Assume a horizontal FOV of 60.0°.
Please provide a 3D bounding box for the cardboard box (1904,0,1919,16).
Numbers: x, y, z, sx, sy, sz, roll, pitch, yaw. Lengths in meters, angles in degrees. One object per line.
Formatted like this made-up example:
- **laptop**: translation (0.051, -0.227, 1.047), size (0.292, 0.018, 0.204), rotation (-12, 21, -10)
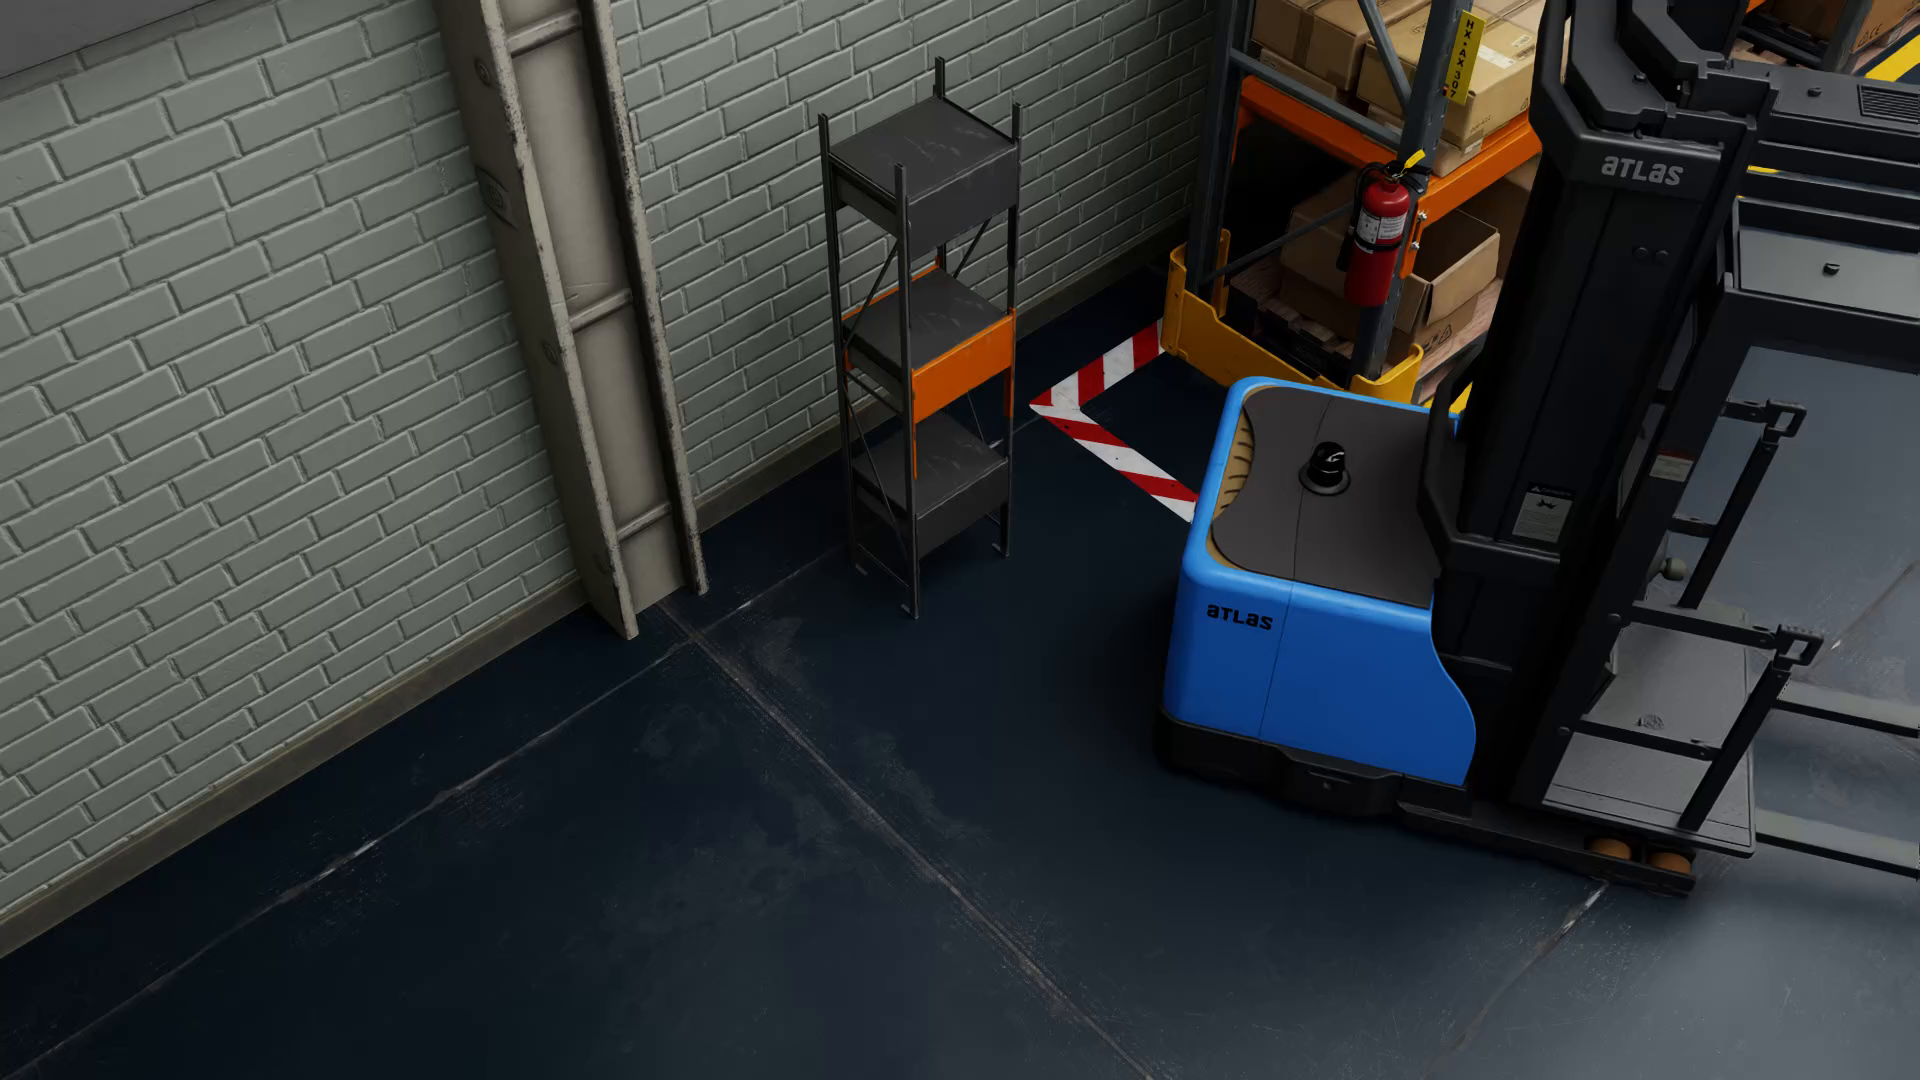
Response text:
- **cardboard box**: translation (5.212, -3.308, 9.230), size (0.500, 0.500, 0.500), rotation (-34, 56, -28)

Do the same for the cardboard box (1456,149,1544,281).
- **cardboard box**: translation (2.531, -1.598, 7.651), size (0.500, 0.500, 0.700), rotation (-32, 55, -26)

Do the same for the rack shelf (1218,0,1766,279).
- **rack shelf**: translation (2.836, -2.395, 7.462), size (4.000, 0.370, 1.077), rotation (-34, 56, -27)

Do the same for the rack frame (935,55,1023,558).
- **rack frame**: translation (0.058, -0.751, 6.067), size (0.015, 2.100, 0.400), rotation (-34, 56, -27)

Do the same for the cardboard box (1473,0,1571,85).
- **cardboard box**: translation (2.246, -2.028, 6.533), size (0.500, 0.250, 0.500), rotation (-33, 55, -27)

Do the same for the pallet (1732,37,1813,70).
- **pallet**: translation (3.807, -2.344, 8.822), size (1.213, 0.211, 1.003), rotation (-34, 56, -27)

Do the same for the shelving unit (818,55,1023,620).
- **shelving unit**: translation (-0.122, -0.630, 5.956), size (0.503, 2.100, 0.431), rotation (-34, 56, -27)

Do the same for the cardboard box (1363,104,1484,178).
- **cardboard box**: translation (1.784, -1.579, 6.390), size (0.250, 0.149, 0.380), rotation (-34, 56, -27)

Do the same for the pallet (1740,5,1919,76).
- **pallet**: translation (4.892, -3.105, 9.525), size (1.213, 0.211, 1.003), rotation (-34, 56, -27)

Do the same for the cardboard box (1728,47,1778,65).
- **cardboard box**: translation (4.101, -2.369, 8.602), size (0.250, 0.149, 0.380), rotation (-35, 56, -28)

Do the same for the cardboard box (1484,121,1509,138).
- **cardboard box**: translation (1.941, -1.730, 6.529), size (0.250, 0.149, 0.380), rotation (-32, 55, -26)

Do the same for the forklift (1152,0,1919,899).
- **forklift**: translation (2.273, -0.216, 5.008), size (3.031, 2.935, 1.130), rotation (12, 48, 11)

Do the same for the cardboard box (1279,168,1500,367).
- **cardboard box**: translation (1.873, -1.197, 7.280), size (0.637, 0.503, 0.797), rotation (-36, 57, -28)

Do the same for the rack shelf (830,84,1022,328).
- **rack shelf**: translation (-0.122, -1.096, 5.452), size (0.480, 0.518, 0.431), rotation (-34, 56, -27)

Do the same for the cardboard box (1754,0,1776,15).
- **cardboard box**: translation (4.480, -3.327, 9.247), size (0.500, 0.500, 0.500), rotation (-34, 56, -27)

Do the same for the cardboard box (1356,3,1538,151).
- **cardboard box**: translation (1.873, -1.778, 6.303), size (0.500, 0.250, 0.500), rotation (-33, 56, -27)

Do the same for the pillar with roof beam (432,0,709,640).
- **pillar with roof beam**: translation (1.651, -0.501, 1.143), size (0.400, 9.000, 9.100), rotation (-34, 56, -27)

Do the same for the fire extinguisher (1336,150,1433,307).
- **fire extinguisher**: translation (1.558, -1.174, 6.152), size (0.183, 0.674, 0.296), rotation (-34, 56, -27)

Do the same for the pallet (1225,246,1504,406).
- **pallet**: translation (2.002, -1.137, 7.709), size (1.213, 0.211, 1.003), rotation (-34, 56, -27)

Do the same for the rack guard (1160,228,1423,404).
- **rack guard**: translation (1.412, -0.840, 7.239), size (0.348, 0.500, 1.175), rotation (-34, 56, -27)

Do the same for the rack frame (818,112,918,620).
- **rack frame**: translation (-0.303, -0.510, 5.845), size (0.015, 2.100, 0.400), rotation (-34, 56, -27)

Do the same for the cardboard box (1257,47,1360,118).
- **cardboard box**: translation (1.421, -1.875, 6.663), size (0.250, 0.149, 0.380), rotation (-34, 56, -28)

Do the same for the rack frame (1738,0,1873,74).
- **rack frame**: translation (4.316, -3.628, 8.110), size (0.127, 3.000, 1.000), rotation (-34, 56, -27)

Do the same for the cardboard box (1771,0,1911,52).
- **cardboard box**: translation (4.825, -3.040, 8.982), size (0.500, 0.500, 0.500), rotation (-31, 55, -26)

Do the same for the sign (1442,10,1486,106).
- **sign**: translation (1.721, -1.649, 5.695), size (0.005, 0.325, 0.100), rotation (-34, 56, -27)

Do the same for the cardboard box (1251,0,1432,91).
- **cardboard box**: translation (1.518, -2.072, 6.574), size (0.500, 0.250, 0.500), rotation (-32, 55, -26)

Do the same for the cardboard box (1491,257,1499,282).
- **cardboard box**: translation (2.213, -1.266, 7.584), size (0.250, 0.149, 0.380), rotation (-36, 57, -28)

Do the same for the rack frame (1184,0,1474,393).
- **rack frame**: translation (1.356, -1.651, 6.285), size (0.127, 3.000, 1.000), rotation (-34, 56, -27)

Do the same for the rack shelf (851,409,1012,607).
- **rack shelf**: translation (-0.122, -0.146, 6.481), size (0.480, 0.518, 0.431), rotation (-34, 56, -27)

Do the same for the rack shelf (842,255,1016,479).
- **rack shelf**: translation (-0.122, -0.621, 5.966), size (0.480, 0.518, 0.431), rotation (-34, 56, -27)
